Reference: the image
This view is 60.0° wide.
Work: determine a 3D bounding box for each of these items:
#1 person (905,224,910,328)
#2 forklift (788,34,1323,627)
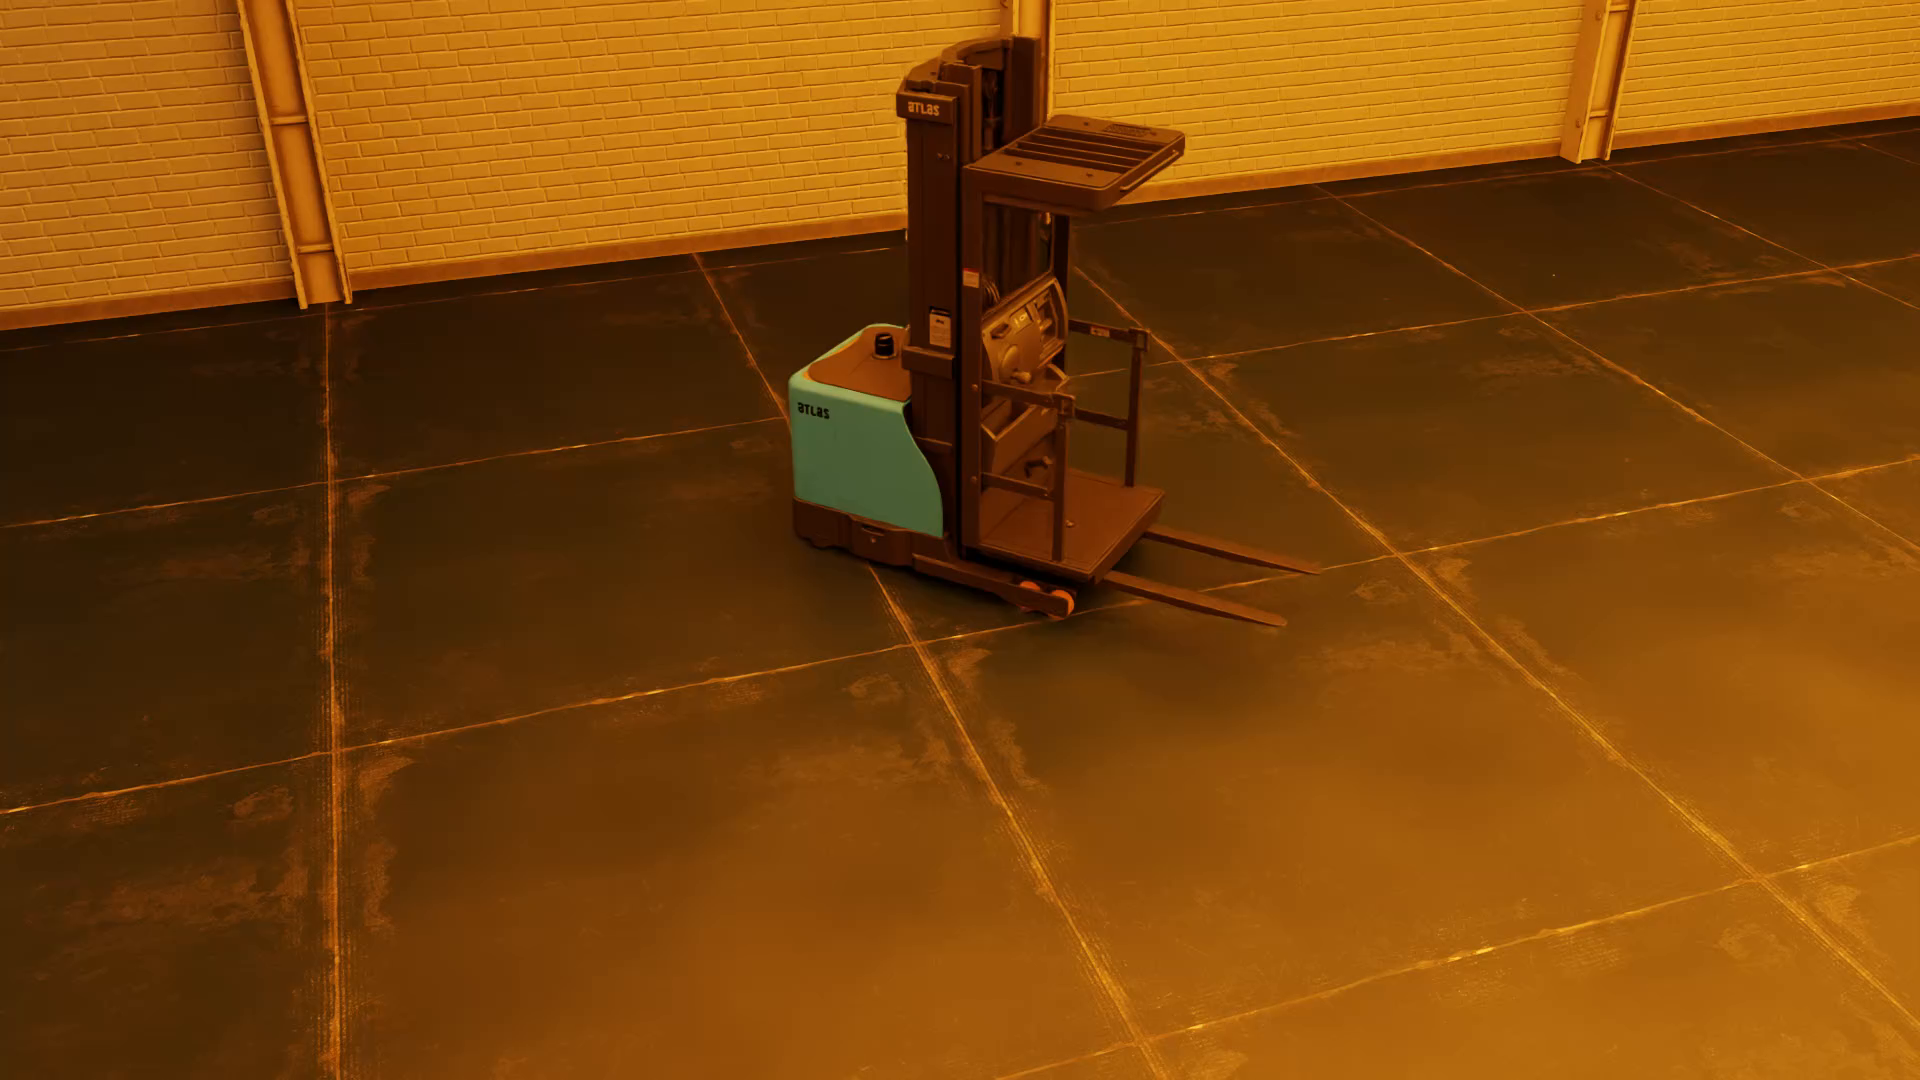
[{"bbox_3d":[-0.098,-2.231,12.324,0.650,1.613,0.729,-14,33,-23],"label":"person"},{"bbox_3d":[0.540,-1.127,9.046,3.031,2.935,1.130,15,33,24],"label":"forklift"}]
